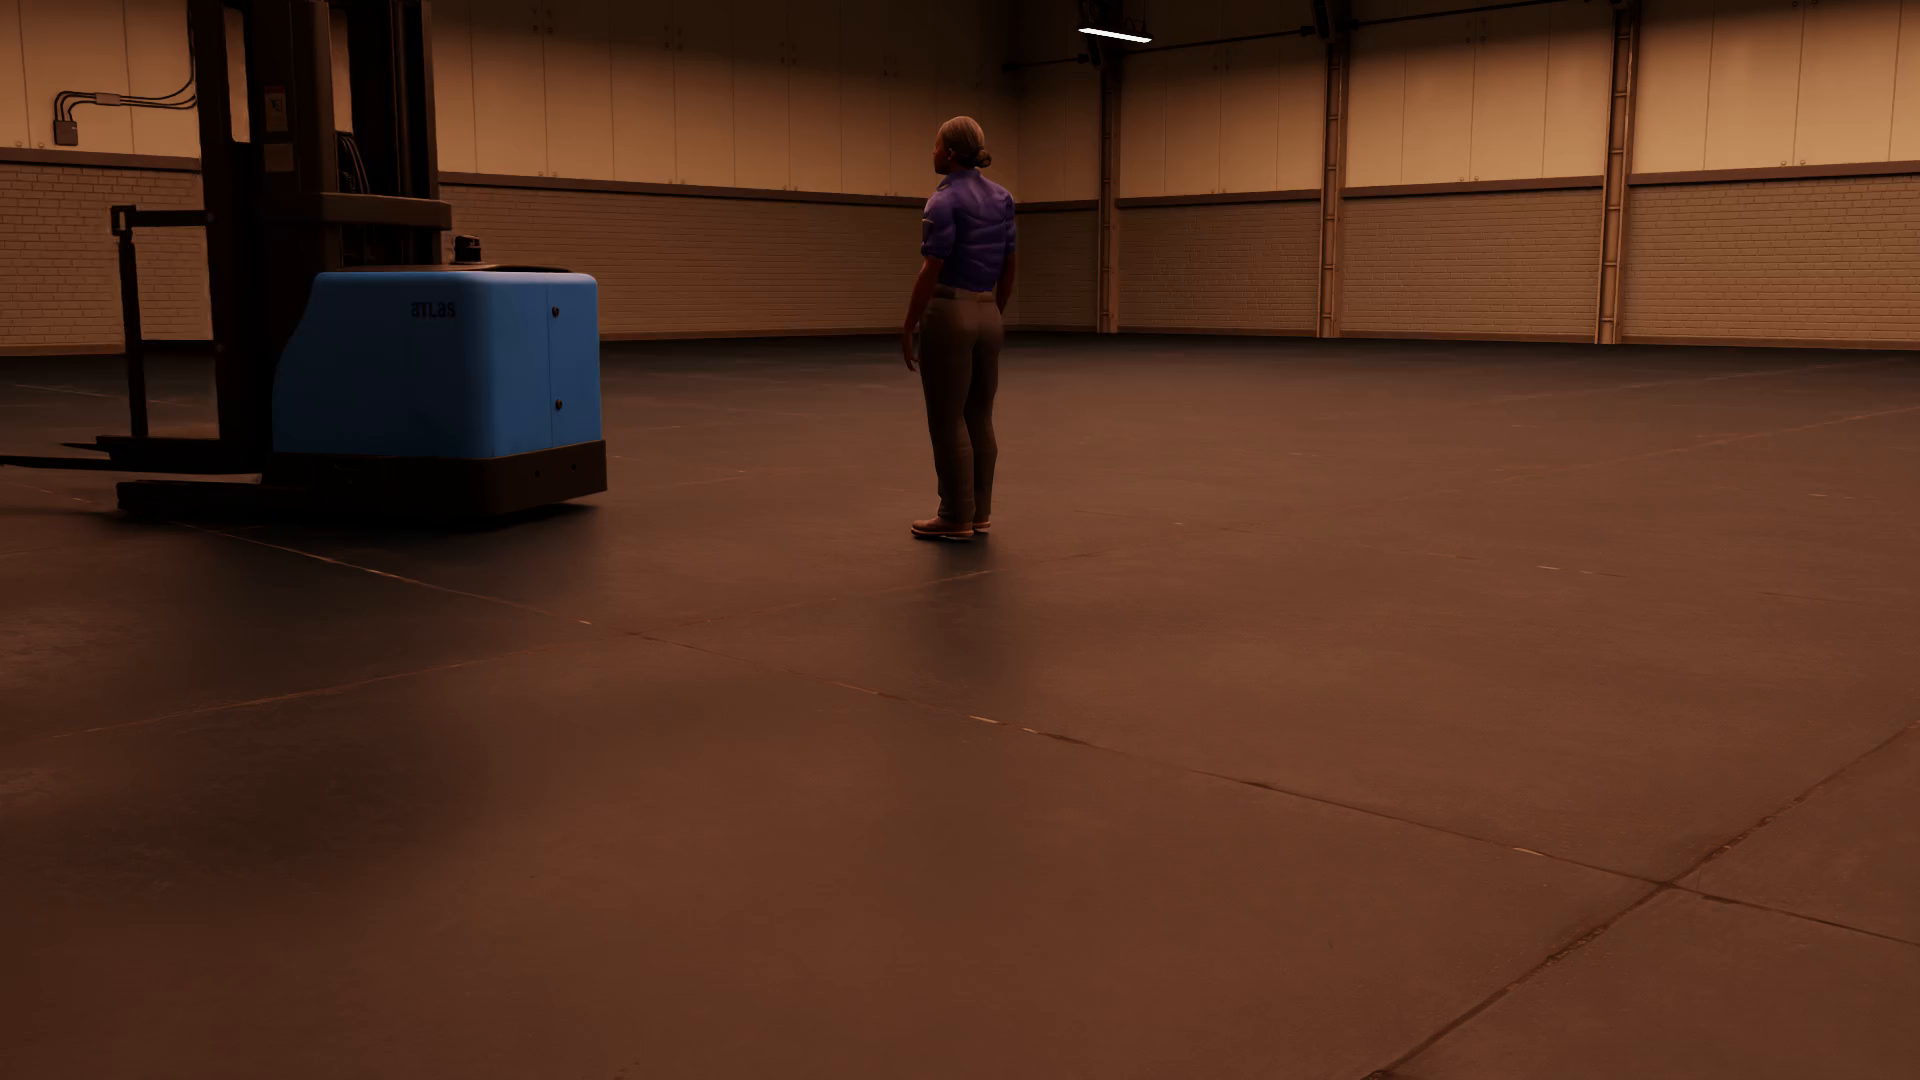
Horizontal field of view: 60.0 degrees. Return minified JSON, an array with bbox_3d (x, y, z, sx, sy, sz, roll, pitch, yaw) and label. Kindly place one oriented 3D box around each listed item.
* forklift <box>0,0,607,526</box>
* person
[{"bbox_3d":[-3.225,-1.612,7.580,3.031,2.935,1.130,3,9,17],"label":"forklift"},{"bbox_3d":[-0.049,-0.830,6.668,0.504,1.642,0.570,8,12,43],"label":"person"}]
